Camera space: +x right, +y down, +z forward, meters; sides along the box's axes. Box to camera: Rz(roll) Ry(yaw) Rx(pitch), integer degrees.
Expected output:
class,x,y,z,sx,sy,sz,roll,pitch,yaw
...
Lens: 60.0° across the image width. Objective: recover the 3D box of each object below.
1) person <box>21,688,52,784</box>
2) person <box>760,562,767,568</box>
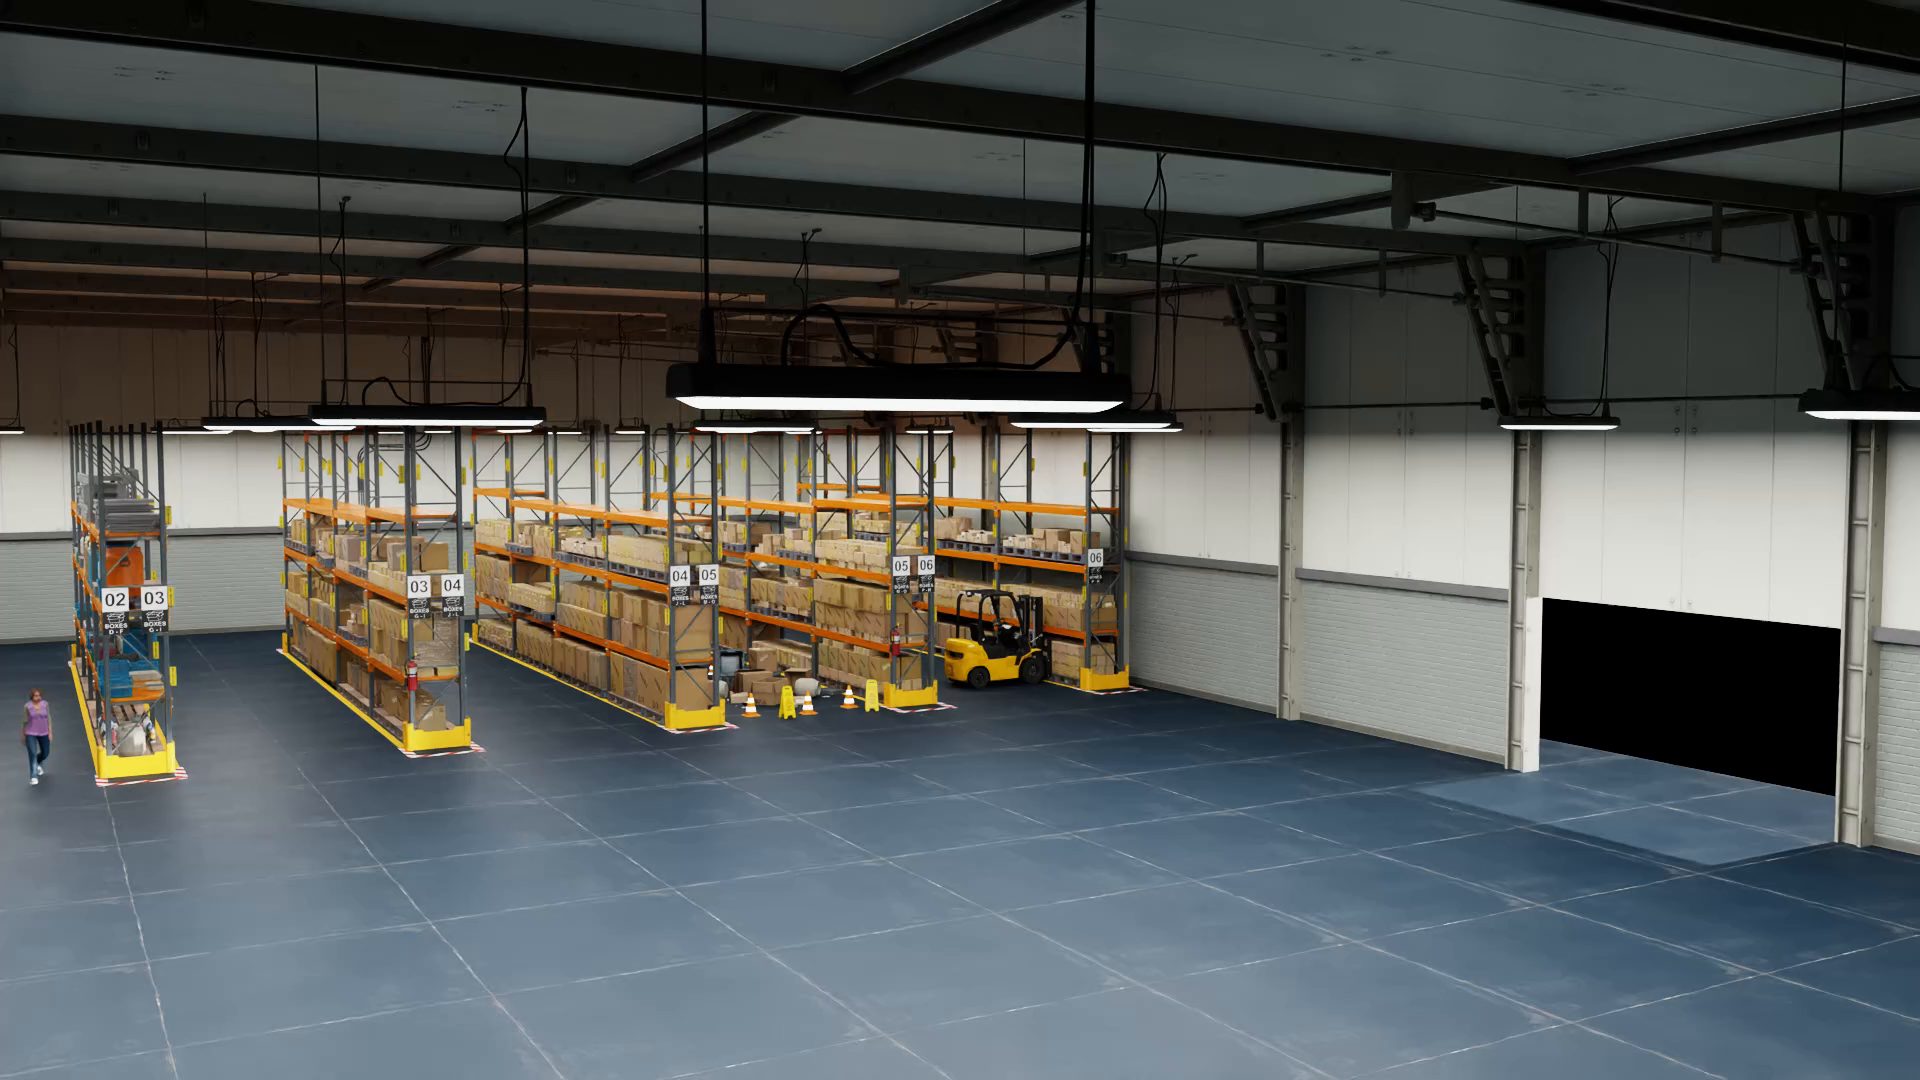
class,x,y,z,sx,sy,sz,roll,pitch,yaw
person,-15.343,3.226,27.627,0.454,1.557,0.841,-3,5,-41
person,-6.277,1.575,52.968,0.589,1.758,0.901,3,5,40
